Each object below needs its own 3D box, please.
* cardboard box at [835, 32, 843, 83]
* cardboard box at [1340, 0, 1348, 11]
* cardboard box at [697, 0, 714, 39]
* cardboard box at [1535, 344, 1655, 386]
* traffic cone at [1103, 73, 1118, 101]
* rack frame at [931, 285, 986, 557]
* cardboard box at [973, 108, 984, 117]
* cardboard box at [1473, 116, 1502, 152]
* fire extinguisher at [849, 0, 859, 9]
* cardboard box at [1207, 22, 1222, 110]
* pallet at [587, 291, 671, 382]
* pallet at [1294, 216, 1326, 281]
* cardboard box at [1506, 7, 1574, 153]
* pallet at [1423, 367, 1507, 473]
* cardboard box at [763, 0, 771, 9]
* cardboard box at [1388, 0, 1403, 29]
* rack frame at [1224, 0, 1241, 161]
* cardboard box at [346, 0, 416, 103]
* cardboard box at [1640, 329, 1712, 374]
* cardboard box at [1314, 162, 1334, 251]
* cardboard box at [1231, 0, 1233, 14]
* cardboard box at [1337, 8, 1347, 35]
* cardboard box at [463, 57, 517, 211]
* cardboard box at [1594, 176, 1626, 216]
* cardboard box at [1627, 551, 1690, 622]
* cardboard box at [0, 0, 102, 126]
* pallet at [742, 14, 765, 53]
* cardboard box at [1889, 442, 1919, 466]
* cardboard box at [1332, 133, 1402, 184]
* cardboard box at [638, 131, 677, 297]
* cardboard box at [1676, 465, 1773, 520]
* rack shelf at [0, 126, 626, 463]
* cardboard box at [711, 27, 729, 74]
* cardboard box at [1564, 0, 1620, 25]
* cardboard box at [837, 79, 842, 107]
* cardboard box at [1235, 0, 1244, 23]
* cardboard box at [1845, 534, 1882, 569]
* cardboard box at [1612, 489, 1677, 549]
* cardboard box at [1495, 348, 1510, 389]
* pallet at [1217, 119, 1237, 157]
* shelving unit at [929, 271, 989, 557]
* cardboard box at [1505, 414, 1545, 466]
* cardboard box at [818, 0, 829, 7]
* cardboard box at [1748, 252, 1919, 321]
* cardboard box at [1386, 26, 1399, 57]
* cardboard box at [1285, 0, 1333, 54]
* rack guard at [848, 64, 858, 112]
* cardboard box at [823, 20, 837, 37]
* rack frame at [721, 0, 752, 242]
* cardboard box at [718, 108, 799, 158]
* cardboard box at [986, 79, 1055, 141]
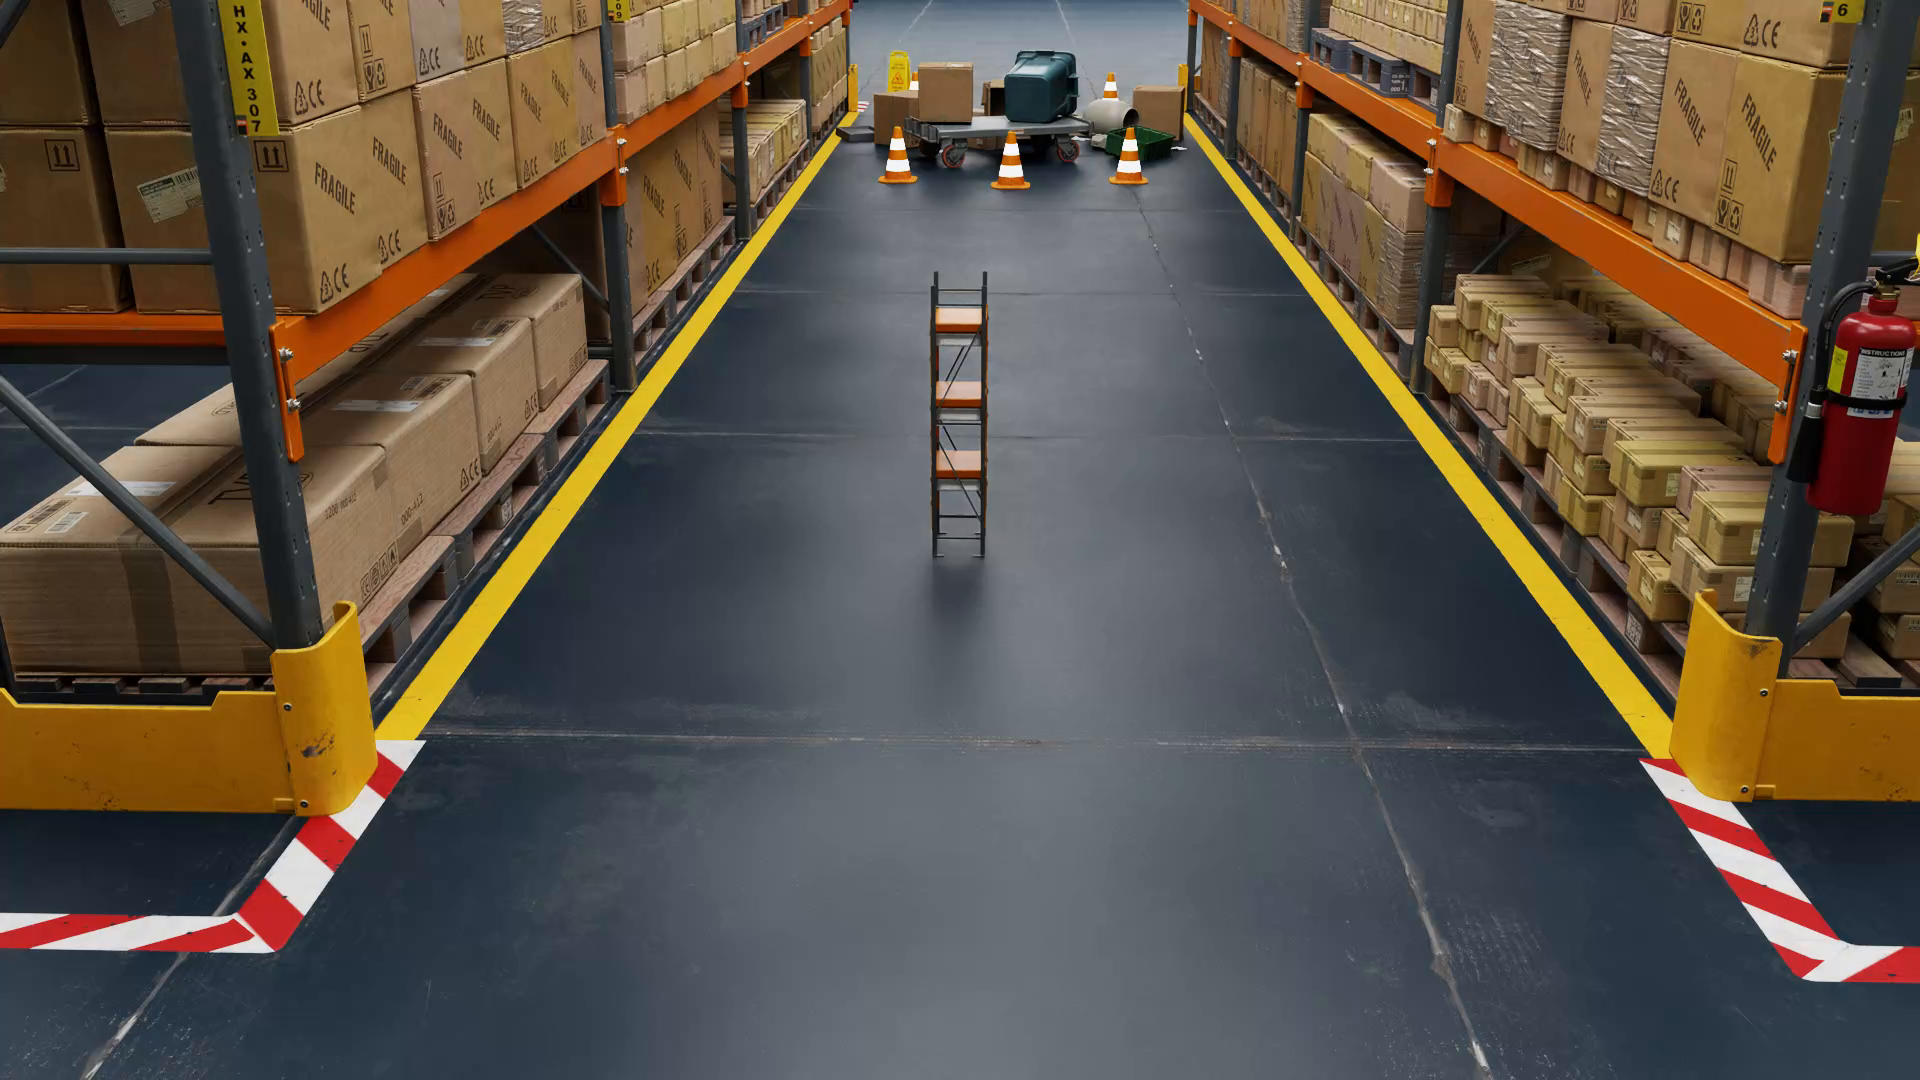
[{"bbox_3d":[-1.567,-5.281,18.177,0.500,0.500,0.500,1,21,4],"label":"cardboard box"},{"bbox_3d":[2.695,-3.535,10.849,0.380,0.149,0.250,2,21,4],"label":"cardboard box"},{"bbox_3d":[-1.802,-3.221,10.200,0.500,0.250,0.500,0,21,0],"label":"cardboard box"},{"bbox_3d":[2.551,-0.688,6.694,0.380,0.149,0.250,0,21,-1],"label":"cardboard box"},{"bbox_3d":[1.724,-5.122,19.090,0.336,0.463,0.334,1,21,2],"label":"traffic cone"},{"bbox_3d":[-0.005,-0.426,6.175,0.200,1.050,0.008,1,21,2],"label":"rack frame"},{"bbox_3d":[0.188,-4.674,18.370,0.380,0.149,0.250,13,25,29],"label":"cardboard box"},{"bbox_3d":[2.525,-1.832,7.451,0.380,0.149,0.250,1,21,3],"label":"cardboard box"},{"bbox_3d":[-1.327,-6.499,19.240,0.296,0.674,0.183,1,21,2],"label":"fire extinguisher"},{"bbox_3d":[3.180,-5.122,17.940,0.875,0.875,0.875,0,21,1],"label":"cardboard box"},{"bbox_3d":[-2.208,-1.140,9.175,1.003,0.211,1.213,1,21,2],"label":"pallet"},{"bbox_3d":[2.891,-2.006,11.407,1.003,0.211,1.213,1,21,2],"label":"pallet"},{"bbox_3d":[2.469,-1.791,6.448,0.500,0.500,0.500,0,21,0],"label":"cardboard box"},{"bbox_3d":[2.810,-0.599,7.781,1.003,0.211,1.213,1,21,2],"label":"pallet"},{"bbox_3d":[-1.741,-4.384,13.449,0.380,0.149,0.250,1,21,3],"label":"cardboard box"},{"bbox_3d":[2.646,-2.982,9.424,0.380,0.149,0.250,1,21,2],"label":"cardboard box"},{"bbox_3d":[3.038,-5.035,15.358,1.000,3.000,0.127,1,21,2],"label":"rack frame"},{"bbox_3d":[-1.970,-1.584,4.944,0.500,0.500,0.500,0,21,0],"label":"cardboard box"},{"bbox_3d":[3.074,-0.780,6.931,0.380,0.149,0.250,0,21,-1],"label":"cardboard box"},{"bbox_3d":[2.628,-2.184,10.887,0.500,0.500,0.500,1,21,2],"label":"cardboard box"},{"bbox_3d":[3.037,-5.238,15.675,0.875,0.550,0.550,1,21,2],"label":"cardboard box"},{"bbox_3d":[2.693,-3.411,10.939,0.380,0.149,0.250,2,21,4],"label":"cardboard box"},{"bbox_3d":[-1.957,-1.479,6.056,0.500,0.500,0.500,1,21,3],"label":"cardboard box"},{"bbox_3d":[2.519,-1.261,5.979,0.380,0.149,0.250,1,21,3],"label":"cardboard box"},{"bbox_3d":[2.387,0.151,5.355,0.380,0.149,0.250,1,21,3],"label":"cardboard box"},{"bbox_3d":[-2.501,-1.404,4.479,0.500,0.500,0.500,1,21,3],"label":"cardboard box"},{"bbox_3d":[-2.119,-3.776,12.379,1.213,0.211,1.003,1,21,2],"label":"pallet"},{"bbox_3d":[3.052,-0.216,5.478,0.380,0.149,0.250,1,21,1],"label":"cardboard box"},{"bbox_3d":[2.610,-2.360,10.302,0.500,0.250,0.500,1,21,2],"label":"cardboard box"},{"bbox_3d":[-2.197,-1.917,9.680,0.875,0.875,0.875,1,21,3],"label":"cardboard box"},{"bbox_3d":[2.501,-0.125,5.241,0.380,0.149,0.250,1,21,3],"label":"cardboard box"},{"bbox_3d":[-2.217,-1.102,6.216,1.077,0.370,4.000,1,21,2],"label":"rack shelf"},{"bbox_3d":[-1.790,-3.166,10.749,0.500,0.250,0.500,1,21,3],"label":"cardboard box"},{"bbox_3d":[2.474,-2.078,5.807,0.500,0.500,0.500,0,21,0],"label":"cardboard box"},{"bbox_3d":[-1.570,-4.930,18.310,0.500,0.250,0.500,1,21,2],"label":"cardboard box"},{"bbox_3d":[2.753,-4.894,14.858,0.500,0.500,0.500,1,21,2],"label":"cardboard box"},{"bbox_3d":[3.010,0.014,5.297,0.380,0.149,0.250,1,21,1],"label":"cardboard box"},{"bbox_3d":[2.418,-0.083,5.546,0.380,0.149,0.250,0,21,-1],"label":"cardboard box"},{"bbox_3d":[2.563,-0.742,7.243,0.380,0.149,0.250,0,21,-1],"label":"cardboard box"},{"bbox_3d":[3.139,-4.009,16.569,1.003,0.211,1.213,1,21,2],"label":"pallet"},{"bbox_3d":[-0.002,-0.470,6.289,0.215,1.050,0.252,1,21,2],"label":"shelving unit"},{"bbox_3d":[2.464,-0.411,6.803,0.380,0.149,0.250,0,21,0],"label":"cardboard box"},{"bbox_3d":[-1.534,-5.508,16.926,0.380,0.149,0.250,1,21,2],"label":"cardboard box"},{"bbox_3d":[2.400,-0.700,4.533,0.380,0.149,0.250,1,21,2],"label":"cardboard box"},{"bbox_3d":[2.645,-2.838,9.463,0.380,0.149,0.250,2,21,4],"label":"cardboard box"},{"bbox_3d":[2.662,-3.801,12.040,0.500,0.500,0.500,1,21,2],"label":"cardboard box"},{"bbox_3d":[-1.793,-5.306,19.513,1.175,0.500,0.348,1,21,2],"label":"rack guard"},{"bbox_3d":[-1.519,-5.453,17.723,0.380,0.149,0.250,2,21,4],"label":"cardboard box"},{"bbox_3d":[-2.034,-3.607,11.677,1.000,3.000,0.127,1,21,2],"label":"rack frame"},{"bbox_3d":[-1.945,-3.574,14.645,0.950,0.372,0.625,2,21,5],"label":"cardboard box"},{"bbox_3d":[0.666,-4.397,16.979,0.797,0.637,0.503,1,21,2],"label":"cardboard box"}]
